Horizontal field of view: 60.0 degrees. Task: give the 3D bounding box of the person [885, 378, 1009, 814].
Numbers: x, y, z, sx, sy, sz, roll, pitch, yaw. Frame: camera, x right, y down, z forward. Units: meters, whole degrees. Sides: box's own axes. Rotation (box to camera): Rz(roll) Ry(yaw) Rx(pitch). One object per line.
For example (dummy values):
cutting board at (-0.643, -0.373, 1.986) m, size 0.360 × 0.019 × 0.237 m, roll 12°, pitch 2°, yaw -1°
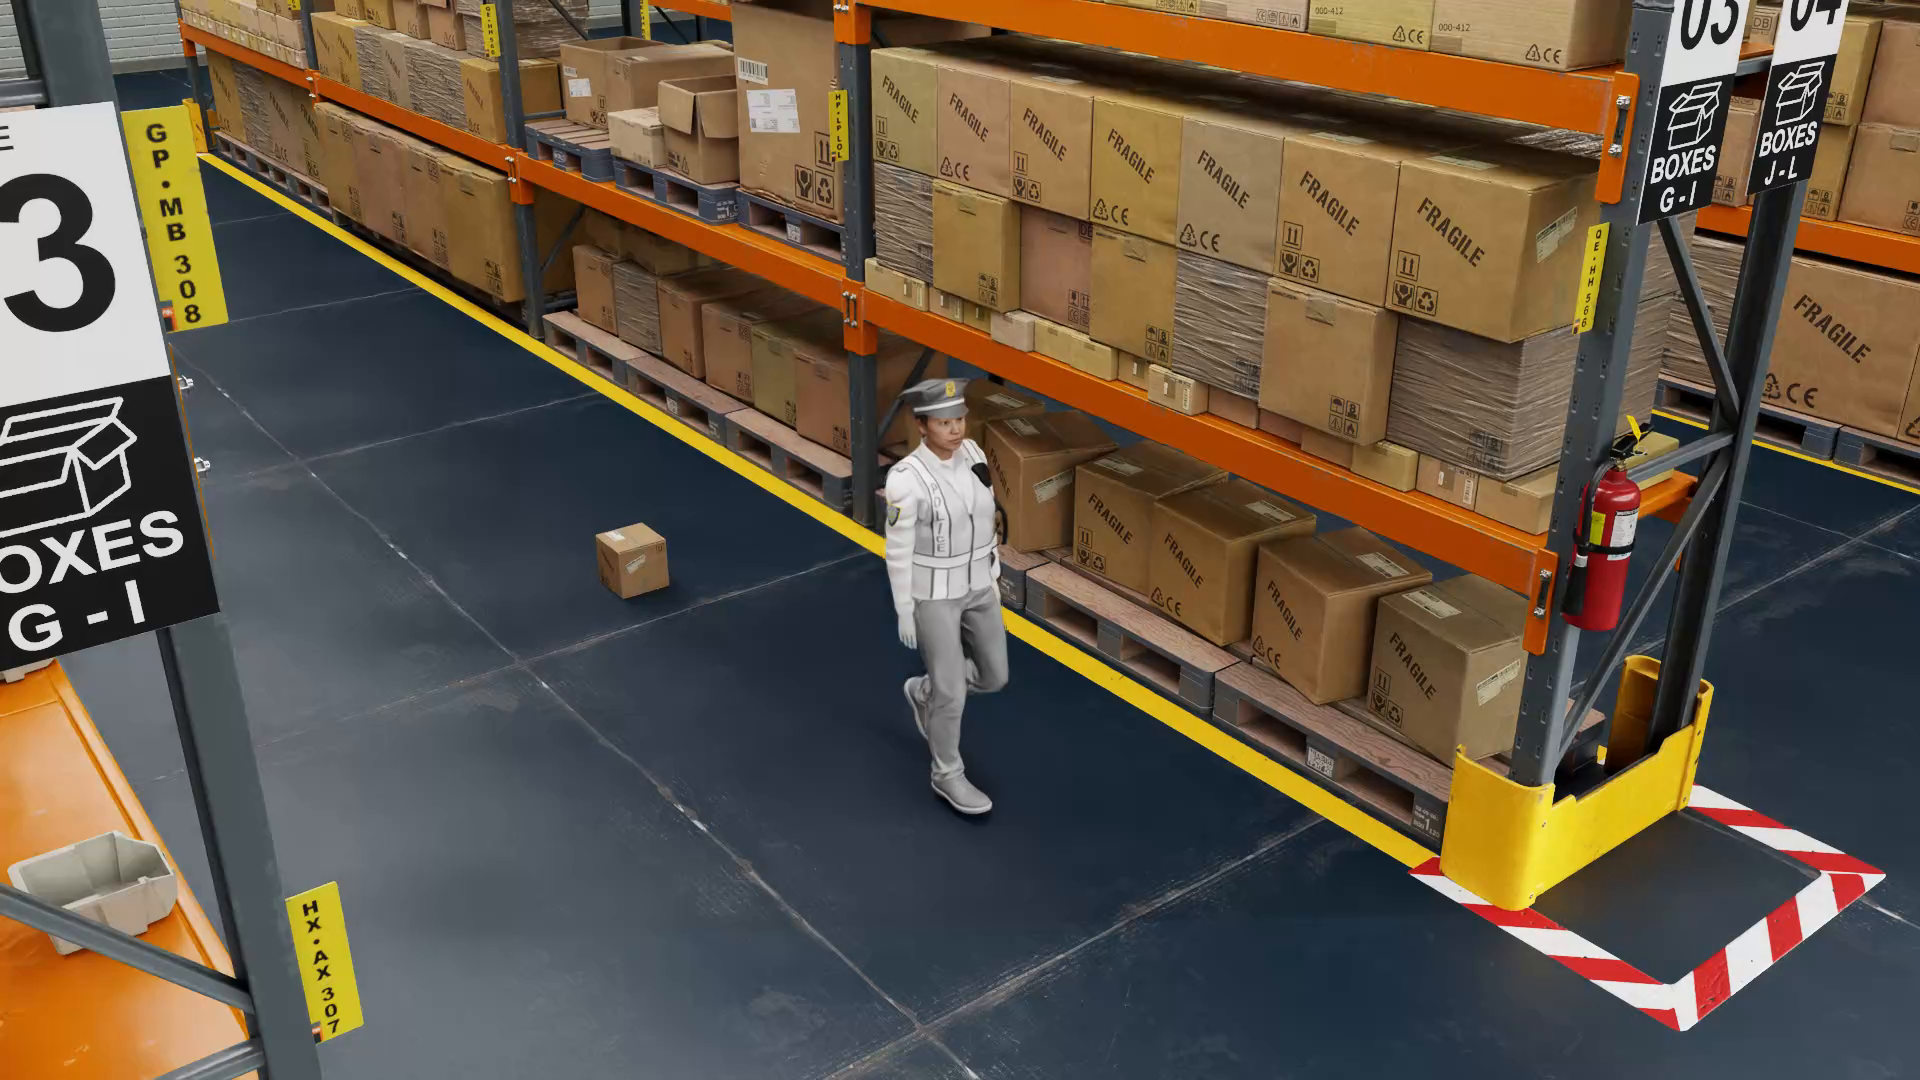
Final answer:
person at (-0.062, 0.177, 6.130) m, size 0.493 × 1.677 × 0.568 m, roll -22°, pitch 32°, yaw -38°
